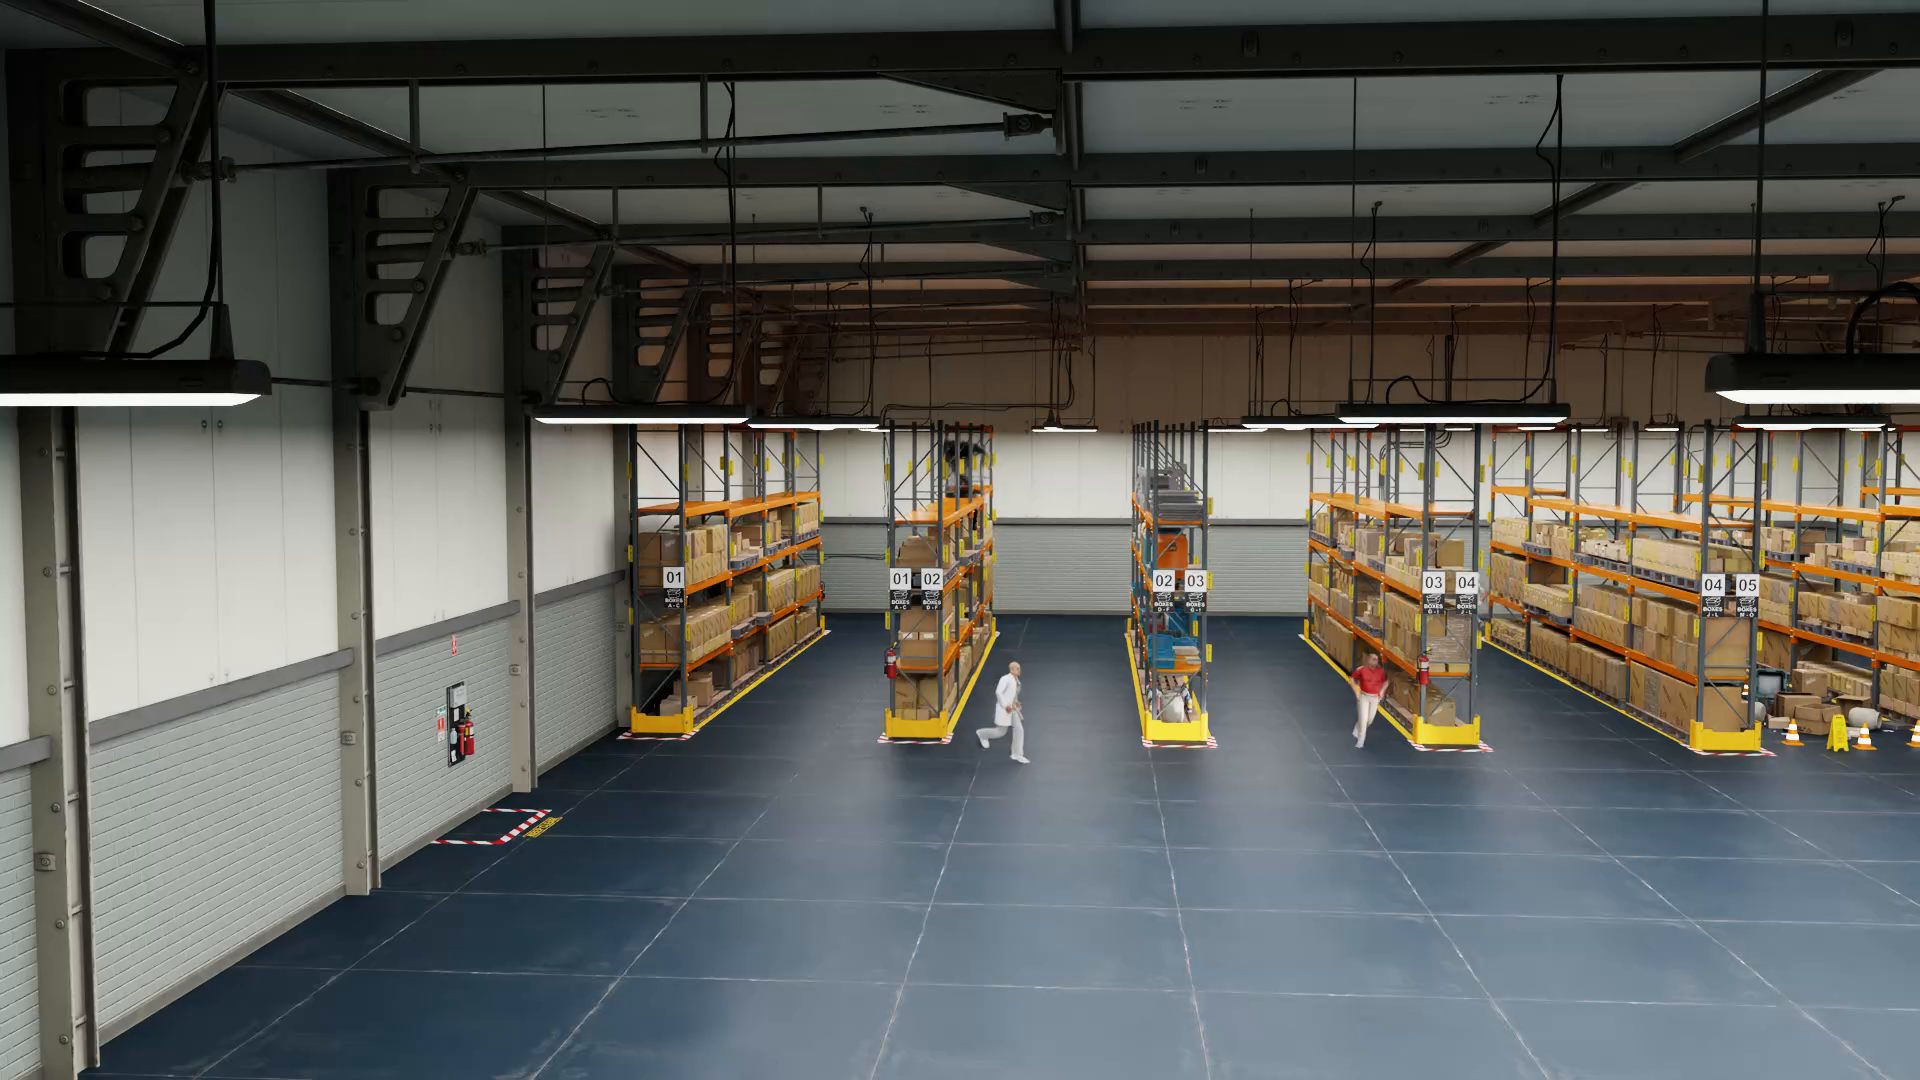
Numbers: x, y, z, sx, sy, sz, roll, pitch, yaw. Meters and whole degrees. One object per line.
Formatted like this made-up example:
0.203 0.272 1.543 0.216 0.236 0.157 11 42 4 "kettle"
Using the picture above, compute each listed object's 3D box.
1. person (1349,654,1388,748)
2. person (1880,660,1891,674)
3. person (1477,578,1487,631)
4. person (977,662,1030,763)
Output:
7.579 2.942 30.821 0.720 1.686 0.782 0 4 -5 "person"
21.097 2.499 37.838 0.579 1.635 0.913 0 4 -3 "person"
14.704 1.884 47.274 0.807 1.801 0.718 -1 4 -16 "person"
0.778 3.019 29.279 1.060 1.777 0.715 2 4 33 "person"
